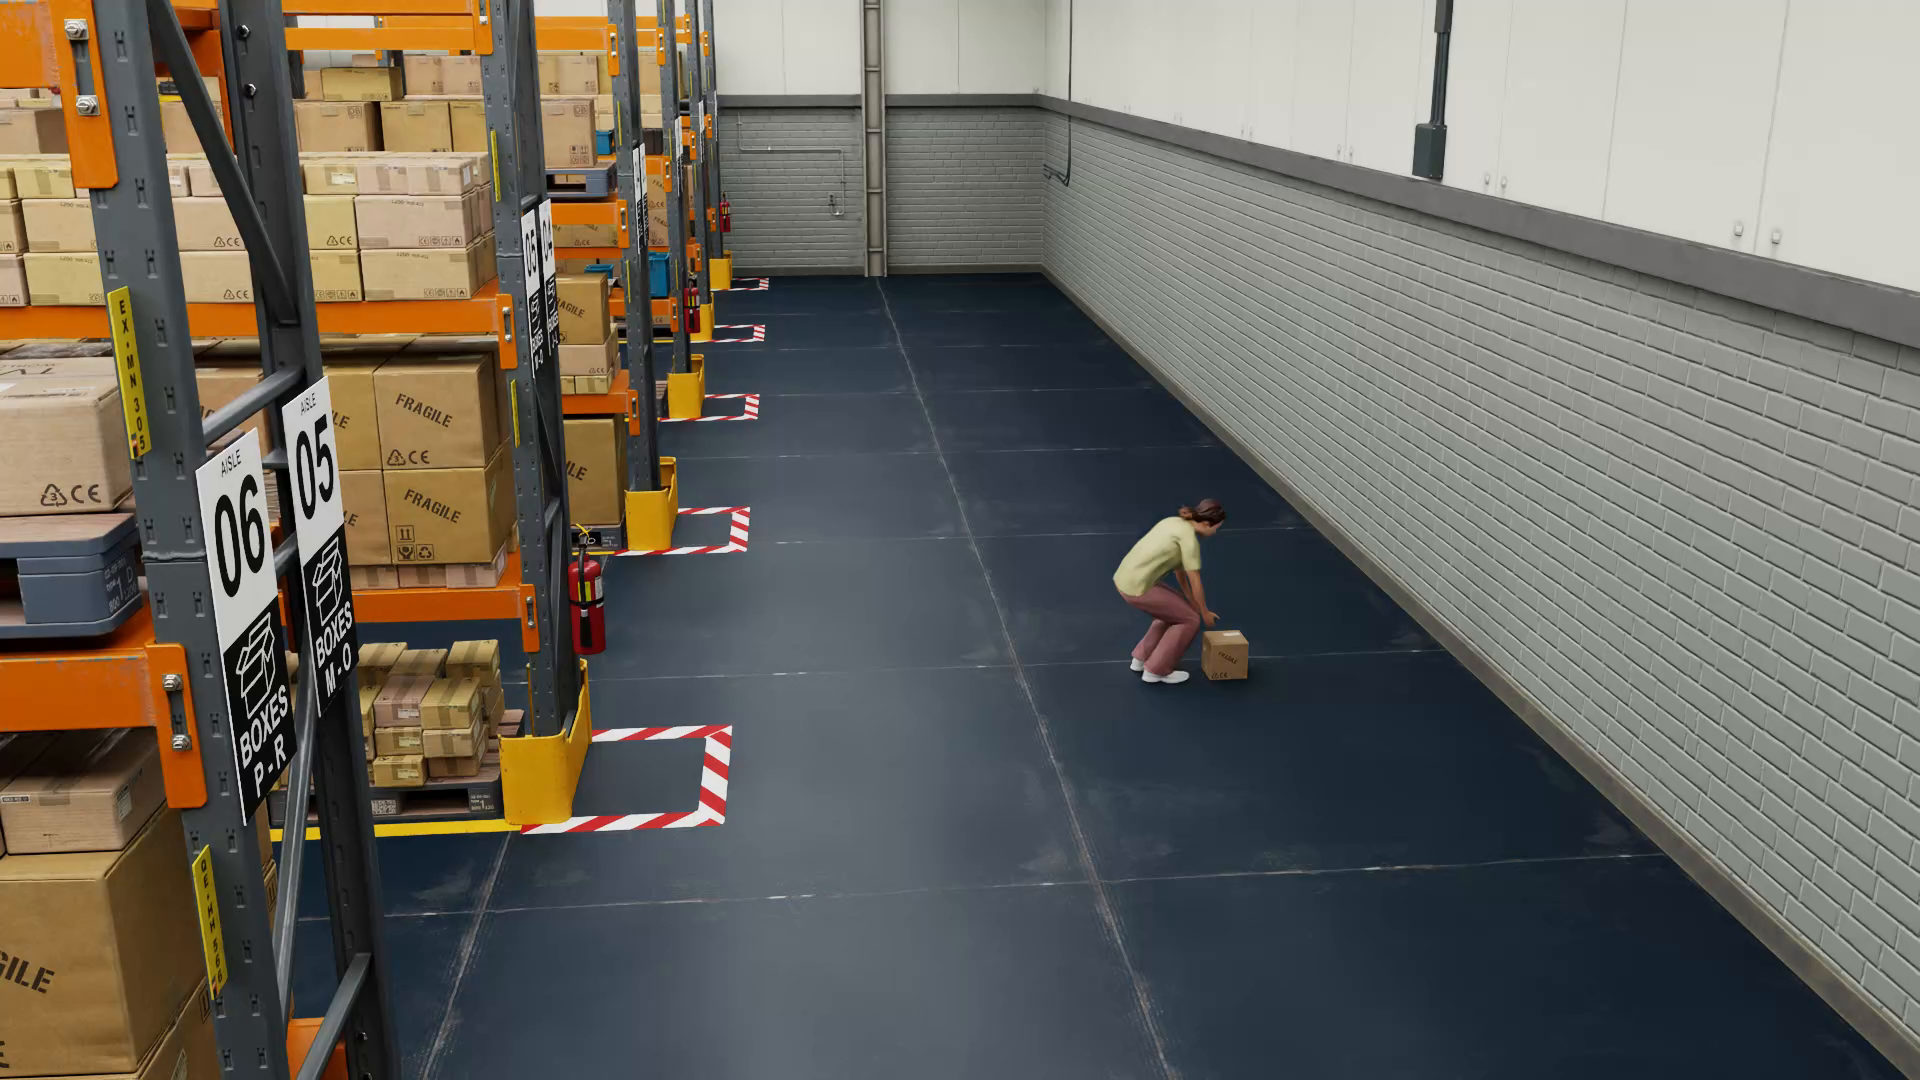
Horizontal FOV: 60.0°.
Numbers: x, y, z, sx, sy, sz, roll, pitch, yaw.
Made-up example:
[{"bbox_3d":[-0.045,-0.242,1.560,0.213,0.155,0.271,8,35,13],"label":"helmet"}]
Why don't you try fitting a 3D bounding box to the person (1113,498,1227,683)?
[{"bbox_3d":[1.362,0.377,10.879,0.730,1.052,0.506,-2,17,-6],"label":"person"}]
